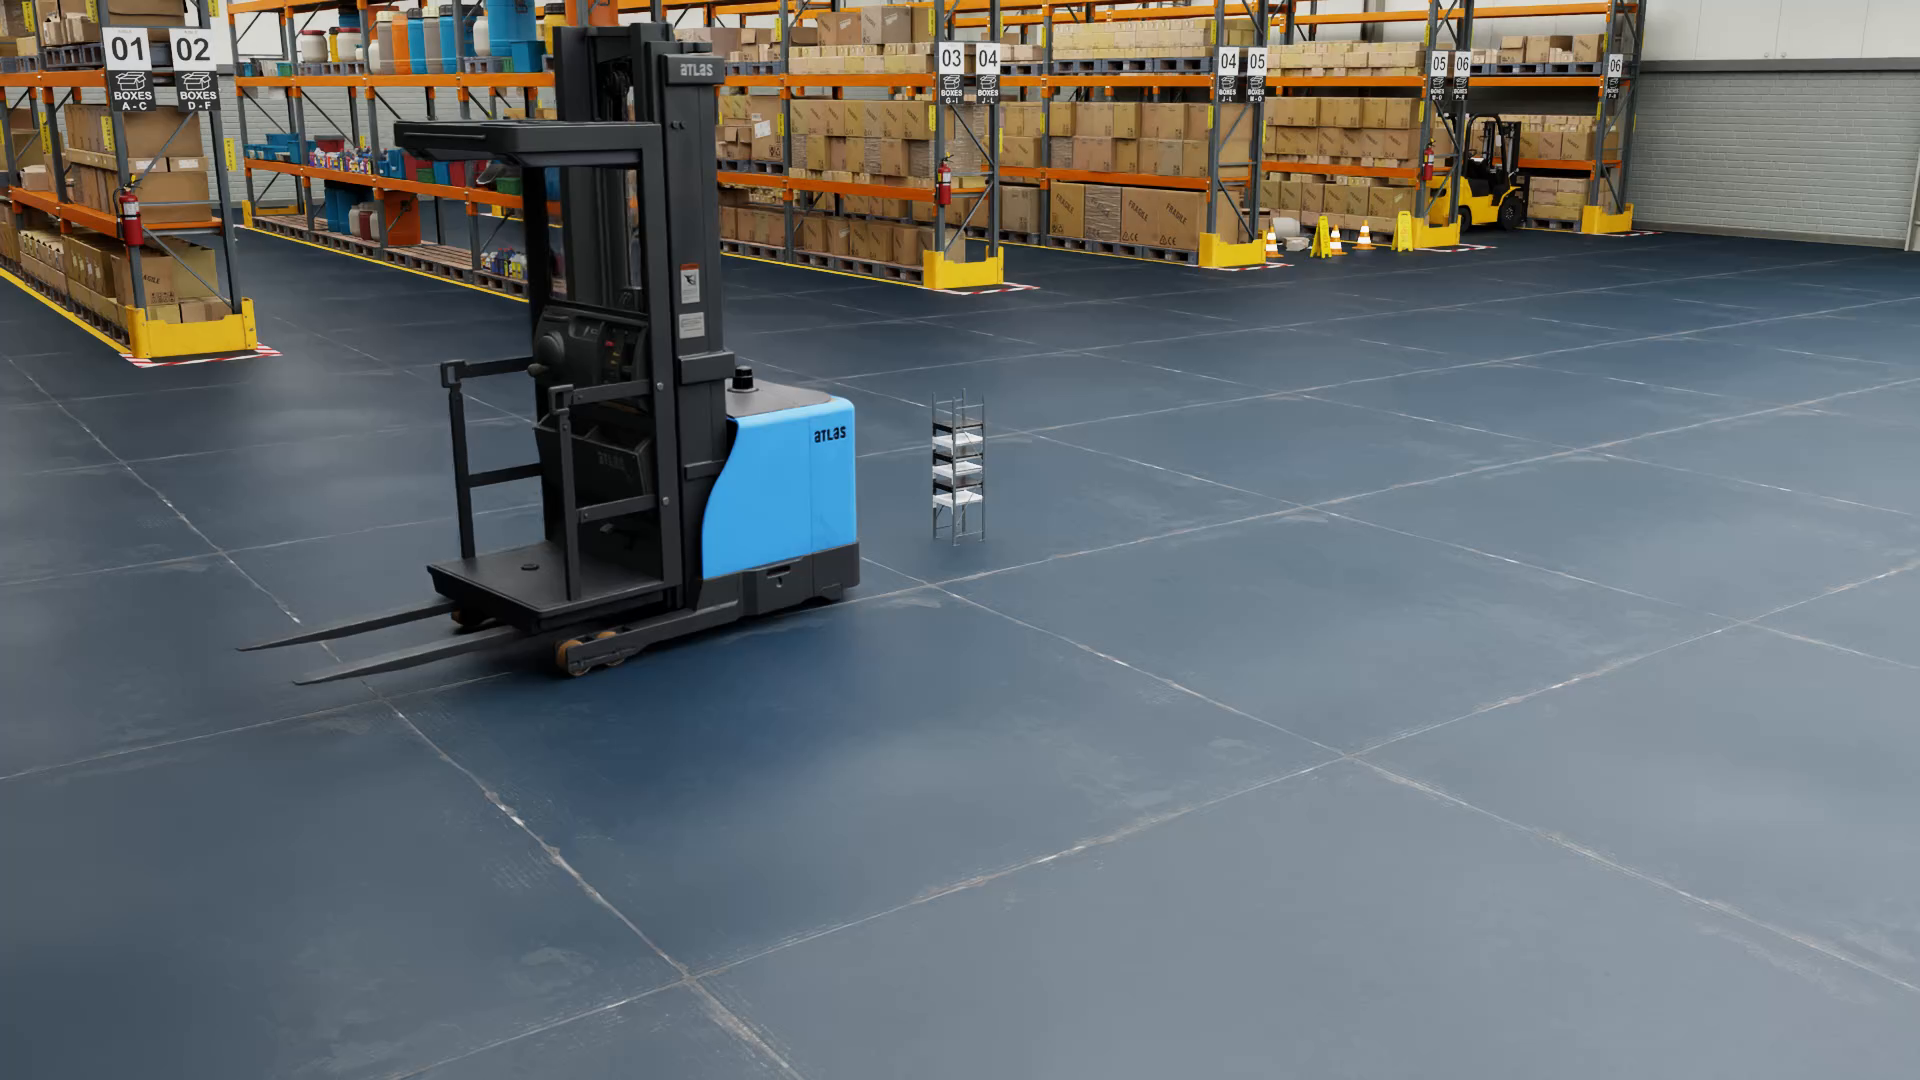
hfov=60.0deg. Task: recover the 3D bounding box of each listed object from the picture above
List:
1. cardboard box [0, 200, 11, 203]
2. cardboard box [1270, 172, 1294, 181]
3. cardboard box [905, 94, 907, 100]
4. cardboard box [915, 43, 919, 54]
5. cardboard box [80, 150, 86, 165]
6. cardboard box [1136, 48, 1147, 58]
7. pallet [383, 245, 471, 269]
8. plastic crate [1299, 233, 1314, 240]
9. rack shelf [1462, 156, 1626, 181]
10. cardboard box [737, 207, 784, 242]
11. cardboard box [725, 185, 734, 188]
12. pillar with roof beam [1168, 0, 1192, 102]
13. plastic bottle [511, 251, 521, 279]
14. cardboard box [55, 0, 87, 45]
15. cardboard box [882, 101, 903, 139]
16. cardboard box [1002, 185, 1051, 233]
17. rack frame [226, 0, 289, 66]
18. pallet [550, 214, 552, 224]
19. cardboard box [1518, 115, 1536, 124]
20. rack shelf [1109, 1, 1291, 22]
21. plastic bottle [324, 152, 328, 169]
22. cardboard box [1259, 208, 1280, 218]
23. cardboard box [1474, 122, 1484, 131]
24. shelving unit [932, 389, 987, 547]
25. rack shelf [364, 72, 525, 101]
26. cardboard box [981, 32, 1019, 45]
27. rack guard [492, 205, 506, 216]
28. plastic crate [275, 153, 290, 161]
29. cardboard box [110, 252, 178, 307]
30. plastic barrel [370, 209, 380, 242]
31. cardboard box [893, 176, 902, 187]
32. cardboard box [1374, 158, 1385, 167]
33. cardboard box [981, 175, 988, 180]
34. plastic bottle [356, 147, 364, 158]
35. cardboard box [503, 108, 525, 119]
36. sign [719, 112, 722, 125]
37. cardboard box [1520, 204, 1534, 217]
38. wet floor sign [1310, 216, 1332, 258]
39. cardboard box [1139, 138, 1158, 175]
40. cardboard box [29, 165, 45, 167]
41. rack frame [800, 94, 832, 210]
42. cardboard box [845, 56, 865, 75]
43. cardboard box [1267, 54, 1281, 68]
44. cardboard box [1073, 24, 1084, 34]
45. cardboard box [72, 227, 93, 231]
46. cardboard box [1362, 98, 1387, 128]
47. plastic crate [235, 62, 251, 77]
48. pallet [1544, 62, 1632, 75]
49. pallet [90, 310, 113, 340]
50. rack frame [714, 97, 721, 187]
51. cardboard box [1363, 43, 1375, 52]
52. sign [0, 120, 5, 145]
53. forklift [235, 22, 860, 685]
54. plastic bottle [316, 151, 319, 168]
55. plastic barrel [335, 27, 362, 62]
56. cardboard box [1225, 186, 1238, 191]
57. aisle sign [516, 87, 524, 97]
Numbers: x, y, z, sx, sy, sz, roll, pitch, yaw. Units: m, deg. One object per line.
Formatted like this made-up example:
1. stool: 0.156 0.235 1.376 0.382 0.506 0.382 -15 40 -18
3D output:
1. cardboard box: -14.299 -4.977 25.059 0.500 0.250 0.500 -11 19 -34
2. cardboard box: 5.914 -6.677 30.554 0.380 0.149 0.250 -11 19 -34
3. cardboard box: -1.099 -10.572 39.709 0.380 0.149 0.250 -10 18 -33
4. cardboard box: -0.377 -6.589 22.315 0.380 0.149 0.250 -12 19 -36
5. cardboard box: -9.668 -4.311 18.726 0.380 0.149 0.250 -12 19 -36
6. cardboard box: 2.952 -7.552 25.796 0.380 0.149 0.250 -11 19 -34
7. pallet: -8.190 -4.361 25.609 1.003 0.211 1.213 -11 19 -35
8. plastic crate: 6.020 -5.459 29.871 0.583 0.080 0.402 10 18 33
9. rack shelf: 10.949 -7.327 32.528 1.077 0.370 4.000 -11 19 -35
10. cardboard box: -3.194 -5.157 27.138 0.700 0.500 0.500 -13 20 -39
11. cardboard box: -5.024 -7.855 37.134 0.380 0.149 0.250 -11 19 -35
12. pillar with roof beam: 1.907 -12.324 38.056 9.100 9.000 0.400 -11 19 -35
13. plastic bottle: -5.762 -3.590 21.694 0.144 0.351 0.185 -11 19 -35
14. cardboard box: -9.404 -5.650 18.101 0.797 0.503 0.637 -9 17 -28
15. cardboard box: -0.726 -5.797 22.926 0.500 0.500 0.500 -11 19 -35
16. cardboard box: 1.378 -5.776 28.964 1.050 0.750 0.750 -11 19 -35
17. rack frame: -13.318 -10.479 31.317 1.000 3.000 0.127 -11 19 -35
18. pallet: -8.065 -6.590 33.755 1.003 0.211 1.213 -11 19 -35
19. cardboard box: 10.913 -8.053 31.834 0.380 0.149 0.250 -10 18 -33
20. rack shelf: 4.585 -10.111 32.092 1.077 0.370 4.000 -11 19 -35
21. plastic bottle: -10.573 -6.341 27.783 0.061 0.283 0.133 -11 19 -35
22. cardboard box: 5.889 -6.039 30.870 0.500 0.250 0.500 -12 19 -37
23. cardboard box: 10.315 -8.127 32.668 0.380 0.149 0.250 -11 19 -35
24. shelving unit: -0.005 -0.436 9.964 0.258 0.900 0.210 -11 19 -35
25. rack shelf: -7.438 -6.550 24.006 1.077 0.370 4.000 -11 19 -35
26. cardboard box: 0.713 -8.812 29.735 0.500 0.500 0.500 -11 19 -35
27. rack guard: -9.325 -7.154 35.267 1.175 0.500 0.348 -11 19 -35
28. plastic crate: -12.233 -6.958 30.203 0.293 0.136 0.466 -11 19 -35
29. cardboard box: -8.475 -2.707 17.278 0.500 0.500 0.500 -11 19 -35
30. plastic barrel: -9.319 -5.088 26.902 0.421 0.512 0.421 0 15 0
31. cardboard box: -0.708 -5.000 23.138 0.380 0.149 0.250 -11 19 -35
32. cardboard box: 7.347 -6.496 28.605 0.380 0.149 0.250 -11 19 -35
33. cardboard box: 0.774 -8.156 38.251 0.875 0.438 0.875 -11 19 -35
34. plastic bottle: -10.168 -6.500 28.237 0.144 0.351 0.185 -11 19 -35
35. cardboard box: -8.953 -8.536 33.882 0.500 0.500 0.500 -11 19 -36
36. sign: -4.174 -7.253 28.849 0.100 0.325 0.005 -11 19 -35
37. cardboard box: 11.022 -6.391 32.157 0.500 0.250 0.500 -11 19 -34
38. wet floor sign: 5.786 -4.852 26.580 0.232 0.644 0.267 14 21 42
39. cardboard box: 3.344 -6.084 26.338 0.875 0.550 0.550 -11 19 -35
40. cardboard box: -12.444 -4.982 22.764 0.500 0.311 0.500 -10 18 -31
41. rack frame: -2.888 -8.248 34.531 1.000 3.000 0.127 -11 19 -35
42. cardboard box: -1.283 -6.699 23.473 0.500 0.250 0.500 -11 19 -35
43. cardboard box: 5.798 -8.712 30.262 0.500 0.250 0.500 -11 19 -36
44. cardboard box: 2.055 -8.262 26.880 0.380 0.149 0.250 -11 19 -35
45. cardboard box: -12.115 -4.182 23.026 0.500 0.311 0.500 -10 18 -33
46. cardboard box: 7.344 -7.334 28.544 0.700 0.500 0.500 -11 19 -34
47. plastic crate: -13.317 -8.844 31.272 0.497 0.269 0.590 -11 19 -35
48. pallet: 11.730 -8.806 31.055 1.003 0.211 1.213 -11 19 -35
49. pallet: -9.116 -2.473 18.712 1.003 0.211 1.213 -11 19 -35
50. rack frame: -4.607 -6.646 28.676 1.000 3.000 0.127 -11 19 -35
51. cardboard box: 7.144 -8.441 28.517 0.380 0.149 0.250 -11 19 -35
52. sign: -13.056 -5.543 22.604 0.100 0.325 0.005 -11 19 -35
53. forklift: -1.944 -0.933 7.933 3.031 2.935 1.130 -14 21 -42
54. plastic bottle: -10.877 -6.454 28.217 0.097 0.271 0.097 0 15 0
55. plastic barrel: -9.778 -7.947 26.696 0.433 0.535 0.433 0 15 0
56. cardboard box: 6.403 -8.229 38.400 0.500 0.500 0.500 -10 18 -32
57. aisle sign: -9.111 -9.670 34.801 0.394 0.787 0.004 -11 19 -35
